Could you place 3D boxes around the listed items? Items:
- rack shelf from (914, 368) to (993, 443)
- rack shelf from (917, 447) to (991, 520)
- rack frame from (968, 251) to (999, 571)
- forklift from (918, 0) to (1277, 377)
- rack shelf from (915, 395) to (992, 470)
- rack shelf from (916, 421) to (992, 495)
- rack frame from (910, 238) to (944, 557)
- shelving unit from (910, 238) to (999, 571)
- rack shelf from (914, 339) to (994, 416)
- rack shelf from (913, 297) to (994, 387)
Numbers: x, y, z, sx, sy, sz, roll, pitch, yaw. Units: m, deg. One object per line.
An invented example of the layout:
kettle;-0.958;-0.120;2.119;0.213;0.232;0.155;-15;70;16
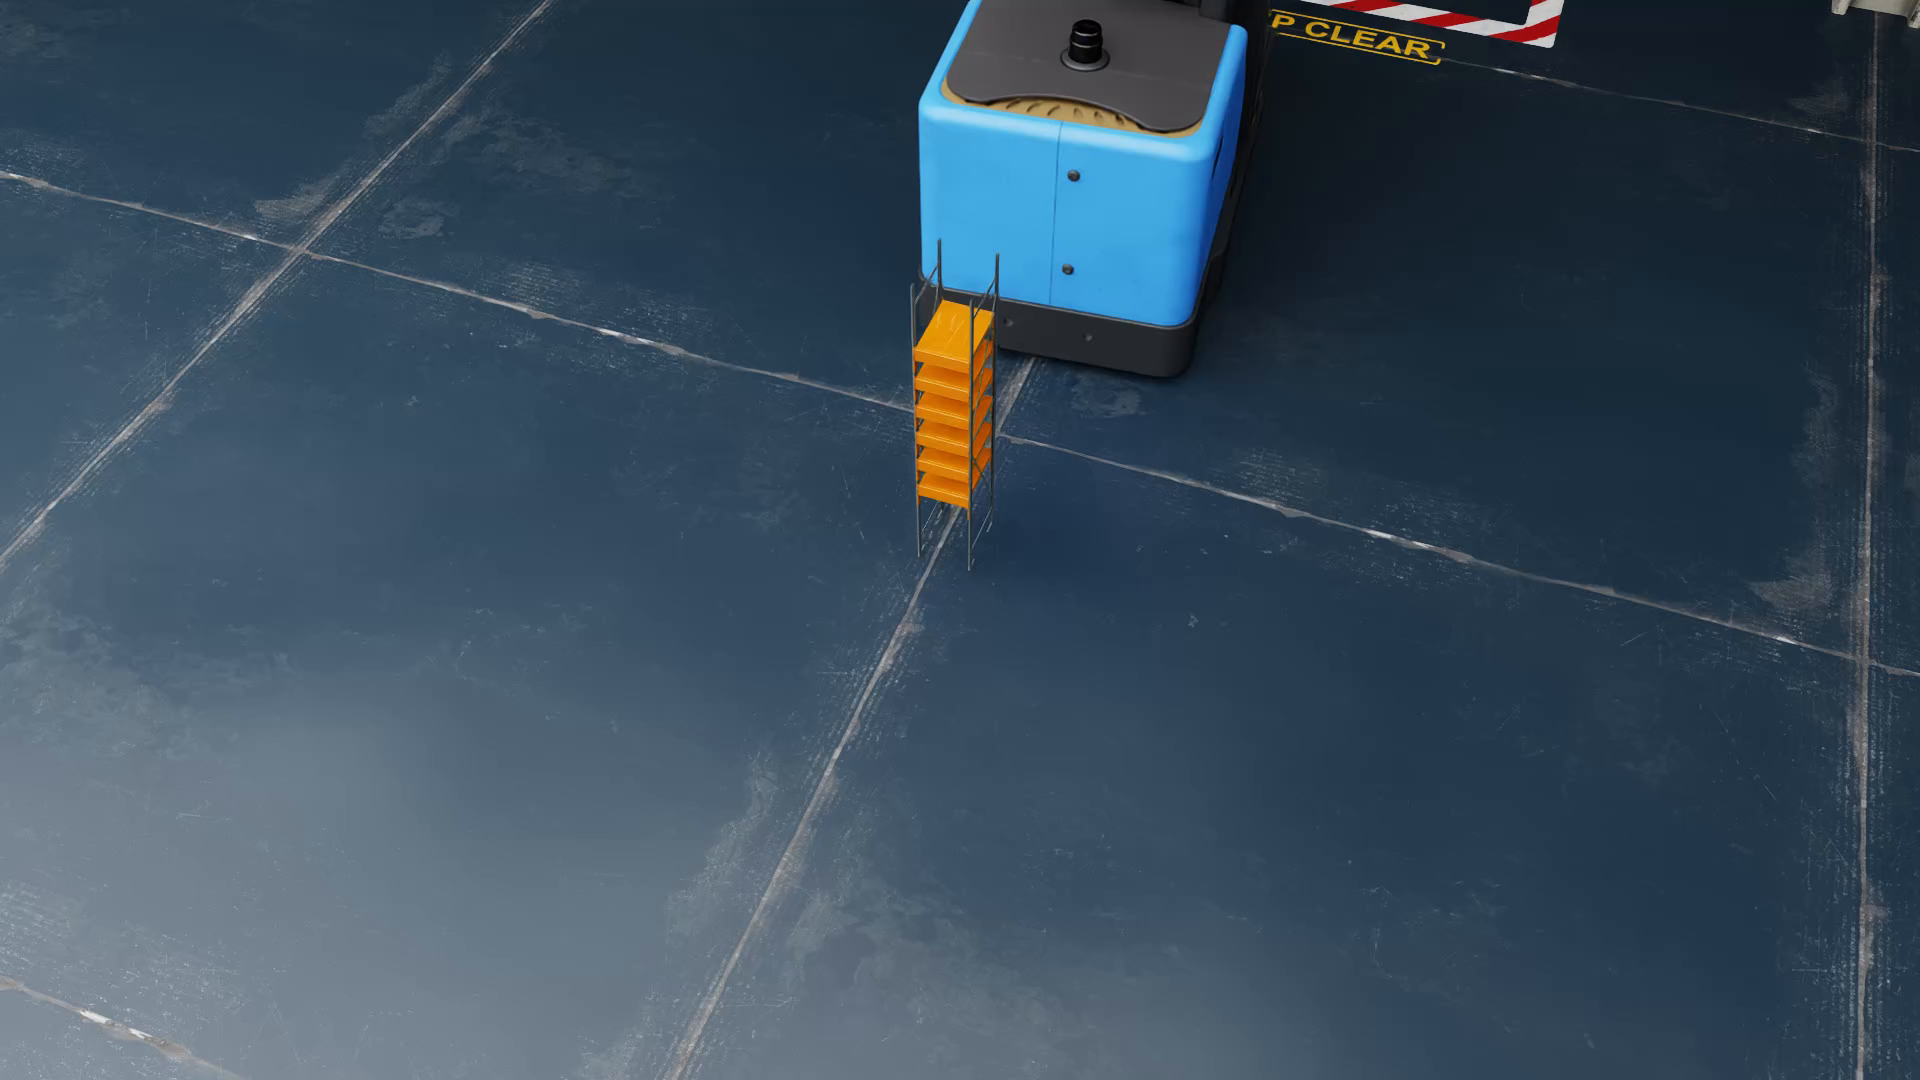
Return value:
rack shelf;-0.014;-0.446;5.243;0.180;0.103;0.258;16;51;13
rack shelf;-0.014;-0.210;5.515;0.180;0.103;0.258;16;51;13
rack frame;0.072;-0.373;5.279;0.006;1.200;0.240;16;51;13
forklift;0.724;-2.707;6.156;1.130;2.935;3.031;12;50;10
rack shelf;-0.014;-0.368;5.333;0.180;0.103;0.258;16;51;13
rack shelf;-0.014;-0.289;5.424;0.180;0.103;0.258;16;51;13
rack frame;-0.099;-0.421;5.321;0.006;1.200;0.240;16;51;13
shelving unit;-0.014;-0.397;5.300;0.189;1.200;0.258;16;51;13
rack shelf;-0.014;-0.525;5.152;0.180;0.103;0.258;16;51;13
rack shelf;-0.014;-0.603;5.061;0.180;0.103;0.258;16;51;13
